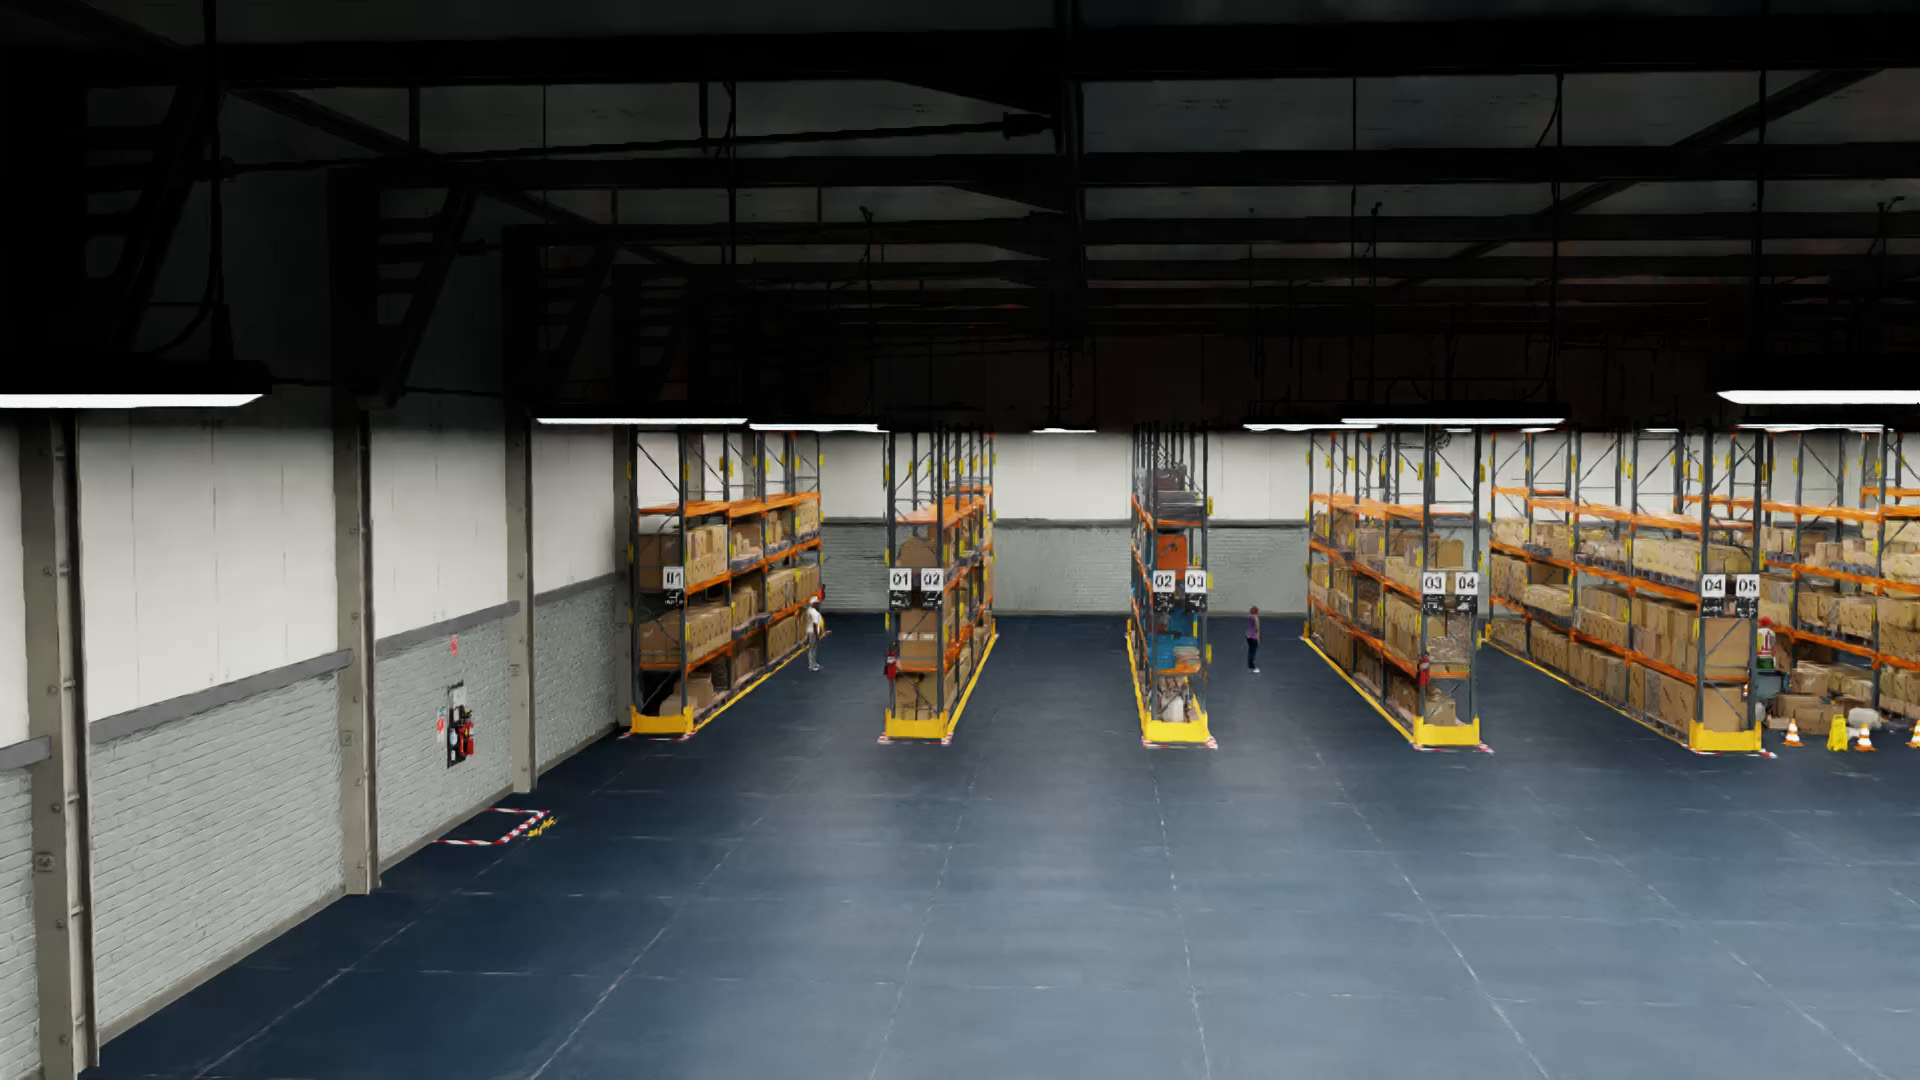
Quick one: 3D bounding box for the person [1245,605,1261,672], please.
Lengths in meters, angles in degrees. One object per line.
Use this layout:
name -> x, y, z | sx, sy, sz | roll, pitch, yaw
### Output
person -> 7.119, 2.365, 40.205 | 0.420, 1.602, 0.506 | -1, 4, -21

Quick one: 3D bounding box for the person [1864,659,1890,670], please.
person -> 22.427, 2.304, 40.604 | 0.575, 1.665, 0.576 | 2, 4, 28

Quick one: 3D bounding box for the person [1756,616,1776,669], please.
person -> 17.428, 2.539, 35.956 | 0.431, 1.784, 0.605 | -1, 4, -20

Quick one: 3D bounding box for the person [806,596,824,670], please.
person -> -3.523, 2.253, 40.544 | 0.469, 1.766, 0.642 | -1, 4, -17
